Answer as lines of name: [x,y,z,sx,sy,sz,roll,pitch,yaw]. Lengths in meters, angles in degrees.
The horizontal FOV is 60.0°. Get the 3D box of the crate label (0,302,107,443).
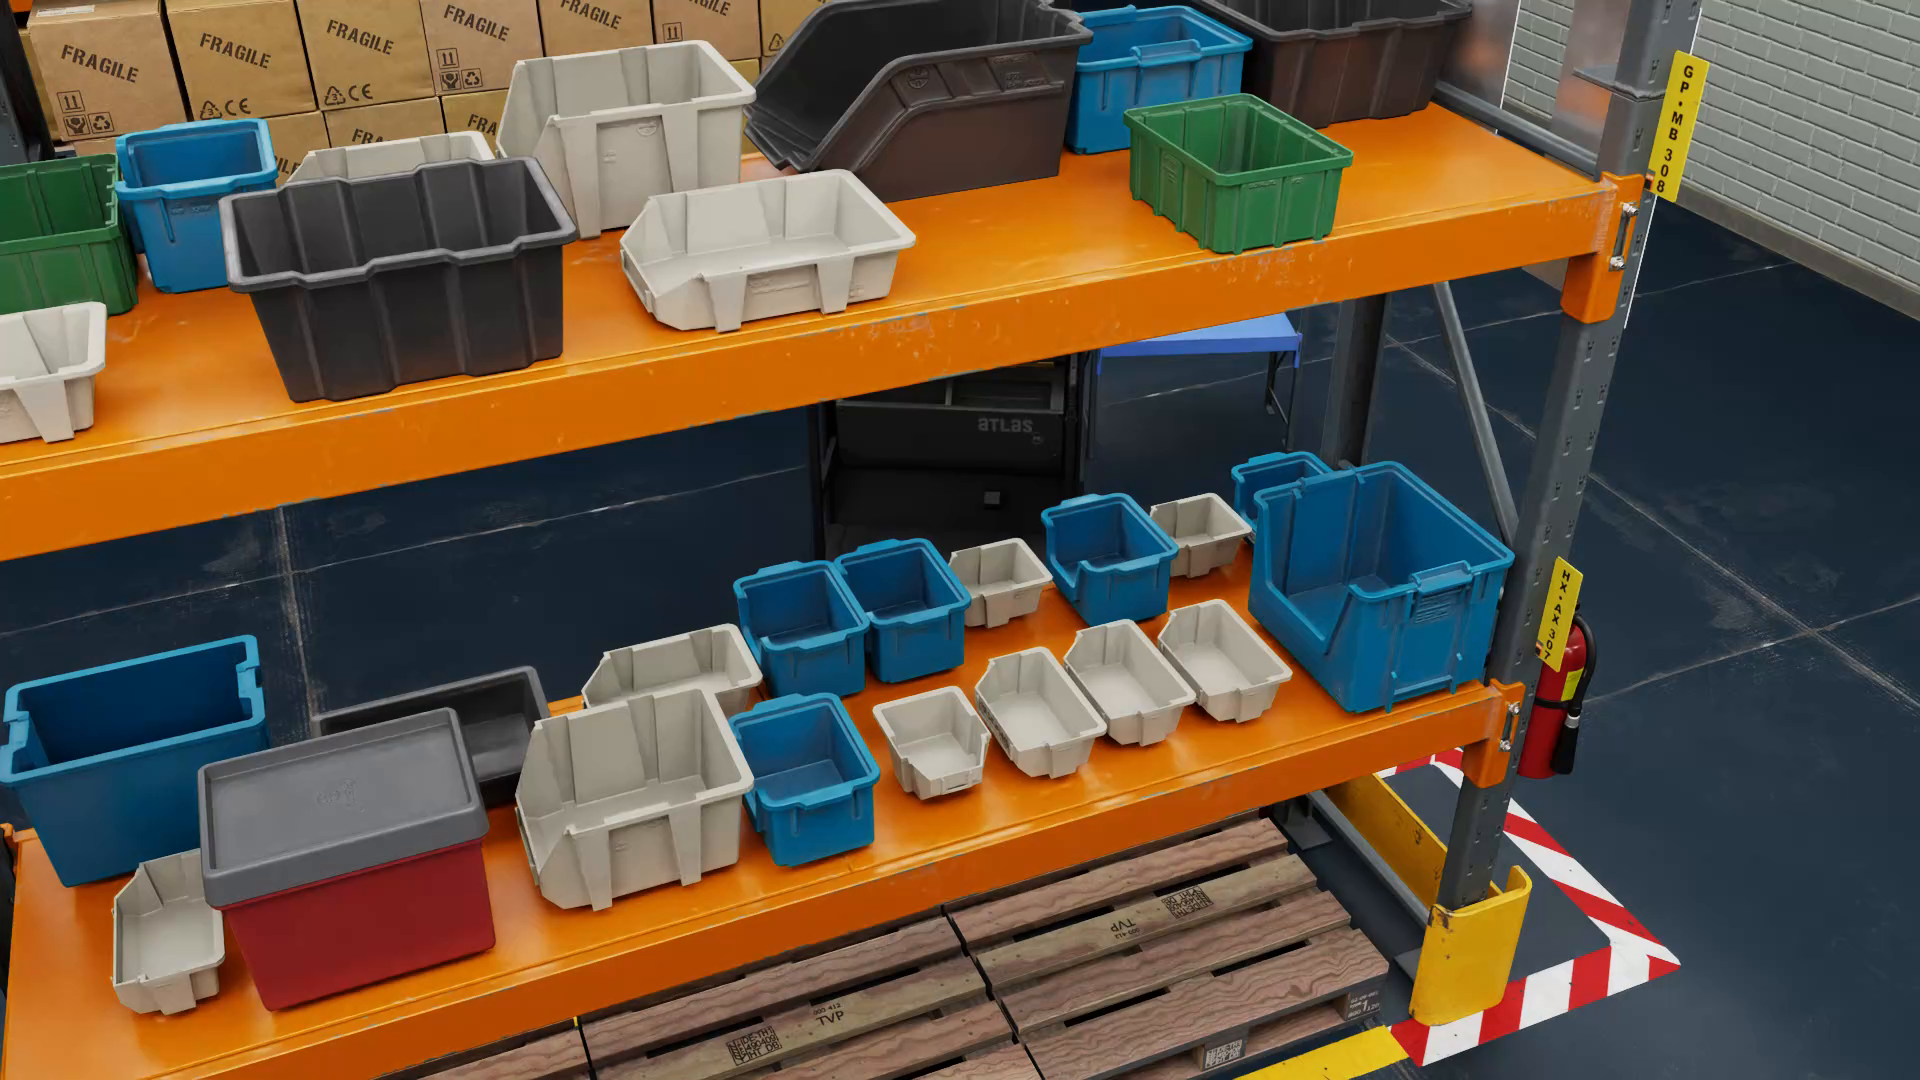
crate label: [-1.722,-0.260,2.891,0.466,0.136,0.293,-13,35,-19]

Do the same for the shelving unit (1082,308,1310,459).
shelving unit: [1.147,-1.194,8.209,1.048,1.500,0.538,-2,33,-4]

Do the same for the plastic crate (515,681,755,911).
plastic crate: [-0.806,0.639,4.071,0.530,0.282,0.437,-13,35,-19]

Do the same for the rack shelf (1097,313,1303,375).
rack shelf: [1.147,-1.043,8.307,1.000,0.185,0.538,-2,33,-4]

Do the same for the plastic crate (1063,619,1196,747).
plastic crate: [0.449,0.402,4.568,0.243,0.136,0.396,-13,35,-19]

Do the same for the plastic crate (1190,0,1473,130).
plastic crate: [0.940,-1.262,4.308,0.590,0.269,0.497,-13,35,-19]

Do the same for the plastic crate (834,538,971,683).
plastic crate: [-0.166,0.209,4.776,0.300,0.233,0.416,-13,35,-19]

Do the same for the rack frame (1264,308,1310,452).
rack frame: [1.653,-1.214,8.241,0.032,1.500,0.500,-2,33,-4]

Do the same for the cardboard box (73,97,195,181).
cardboard box: [-3.624,-1.660,7.459,0.500,0.500,0.500,-12,35,-18]

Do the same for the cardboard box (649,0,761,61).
cardboard box: [-1.280,-2.613,8.008,0.500,0.500,0.500,-12,35,-18]

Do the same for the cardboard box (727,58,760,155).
cardboard box: [-1.296,-2.191,8.275,0.500,0.500,0.500,-13,35,-19]

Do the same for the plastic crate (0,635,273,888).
plastic crate: [-1.987,0.556,4.105,0.575,0.384,0.392,-13,35,-19]

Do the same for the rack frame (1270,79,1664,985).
rack frame: [1.403,0.000,5.000,0.127,3.000,1.000,-13,35,-19]

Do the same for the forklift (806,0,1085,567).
forklift: [-0.052,-0.865,6.392,1.130,2.935,3.031,2,33,4]

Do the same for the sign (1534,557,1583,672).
sign: [1.631,0.205,4.536,0.005,0.325,0.100,-13,35,-19]

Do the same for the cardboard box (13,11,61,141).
cardboard box: [-6.669,-3.210,11.519,0.750,0.750,0.750,-12,35,-18]

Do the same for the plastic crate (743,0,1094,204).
plastic crate: [-0.112,-1.047,3.915,0.767,0.338,0.504,-13,35,-19]

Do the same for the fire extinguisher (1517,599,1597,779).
fire extinguisher: [1.718,0.385,4.820,0.183,0.674,0.296,-13,35,-19]

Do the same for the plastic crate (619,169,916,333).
plastic crate: [-0.406,-0.586,3.391,0.530,0.136,0.437,-13,35,-19]

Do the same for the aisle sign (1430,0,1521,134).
aisle sign: [1.355,-1.254,4.544,0.004,0.787,0.394,-13,35,-19]

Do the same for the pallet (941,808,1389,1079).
pallet: [0.628,1.323,5.523,1.213,0.211,1.003,-13,35,-19]

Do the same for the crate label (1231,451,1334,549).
crate label: [1.048,-0.069,5.204,0.303,0.233,0.416,-13,35,-19]

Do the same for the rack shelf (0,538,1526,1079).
rack shelf: [-0.441,0.724,4.547,4.000,0.370,1.077,-13,35,-19]

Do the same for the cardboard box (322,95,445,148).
cardboard box: [-2.691,-1.874,7.788,0.500,0.500,0.500,-13,35,-19]

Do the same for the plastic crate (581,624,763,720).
plastic crate: [-0.796,0.411,4.555,0.466,0.136,0.293,-13,35,-19]

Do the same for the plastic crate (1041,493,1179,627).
plastic crate: [0.441,0.070,4.990,0.300,0.233,0.416,-13,35,-19]

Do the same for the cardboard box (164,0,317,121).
cardboard box: [-3.180,-2.175,7.335,0.500,0.500,0.500,-14,36,-20]

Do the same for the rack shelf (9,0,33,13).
rack shelf: [-7.964,-3.414,10.906,4.000,0.370,1.077,-13,35,-19]

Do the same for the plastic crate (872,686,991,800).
plastic crate: [-0.065,0.545,4.348,0.250,0.136,0.298,-13,35,-19]

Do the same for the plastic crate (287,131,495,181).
plastic crate: [-1.260,-0.762,3.663,0.466,0.136,0.293,-13,35,-19]

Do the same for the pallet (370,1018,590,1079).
pallet: [-1.622,1.838,4.731,1.213,0.211,1.003,-13,35,-19]

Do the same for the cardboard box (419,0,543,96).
cardboard box: [-2.230,-2.393,7.669,0.500,0.500,0.500,-12,35,-17]

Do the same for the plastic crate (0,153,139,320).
plastic crate: [-2.011,-0.566,3.313,0.662,0.188,0.450,-13,35,-19]
